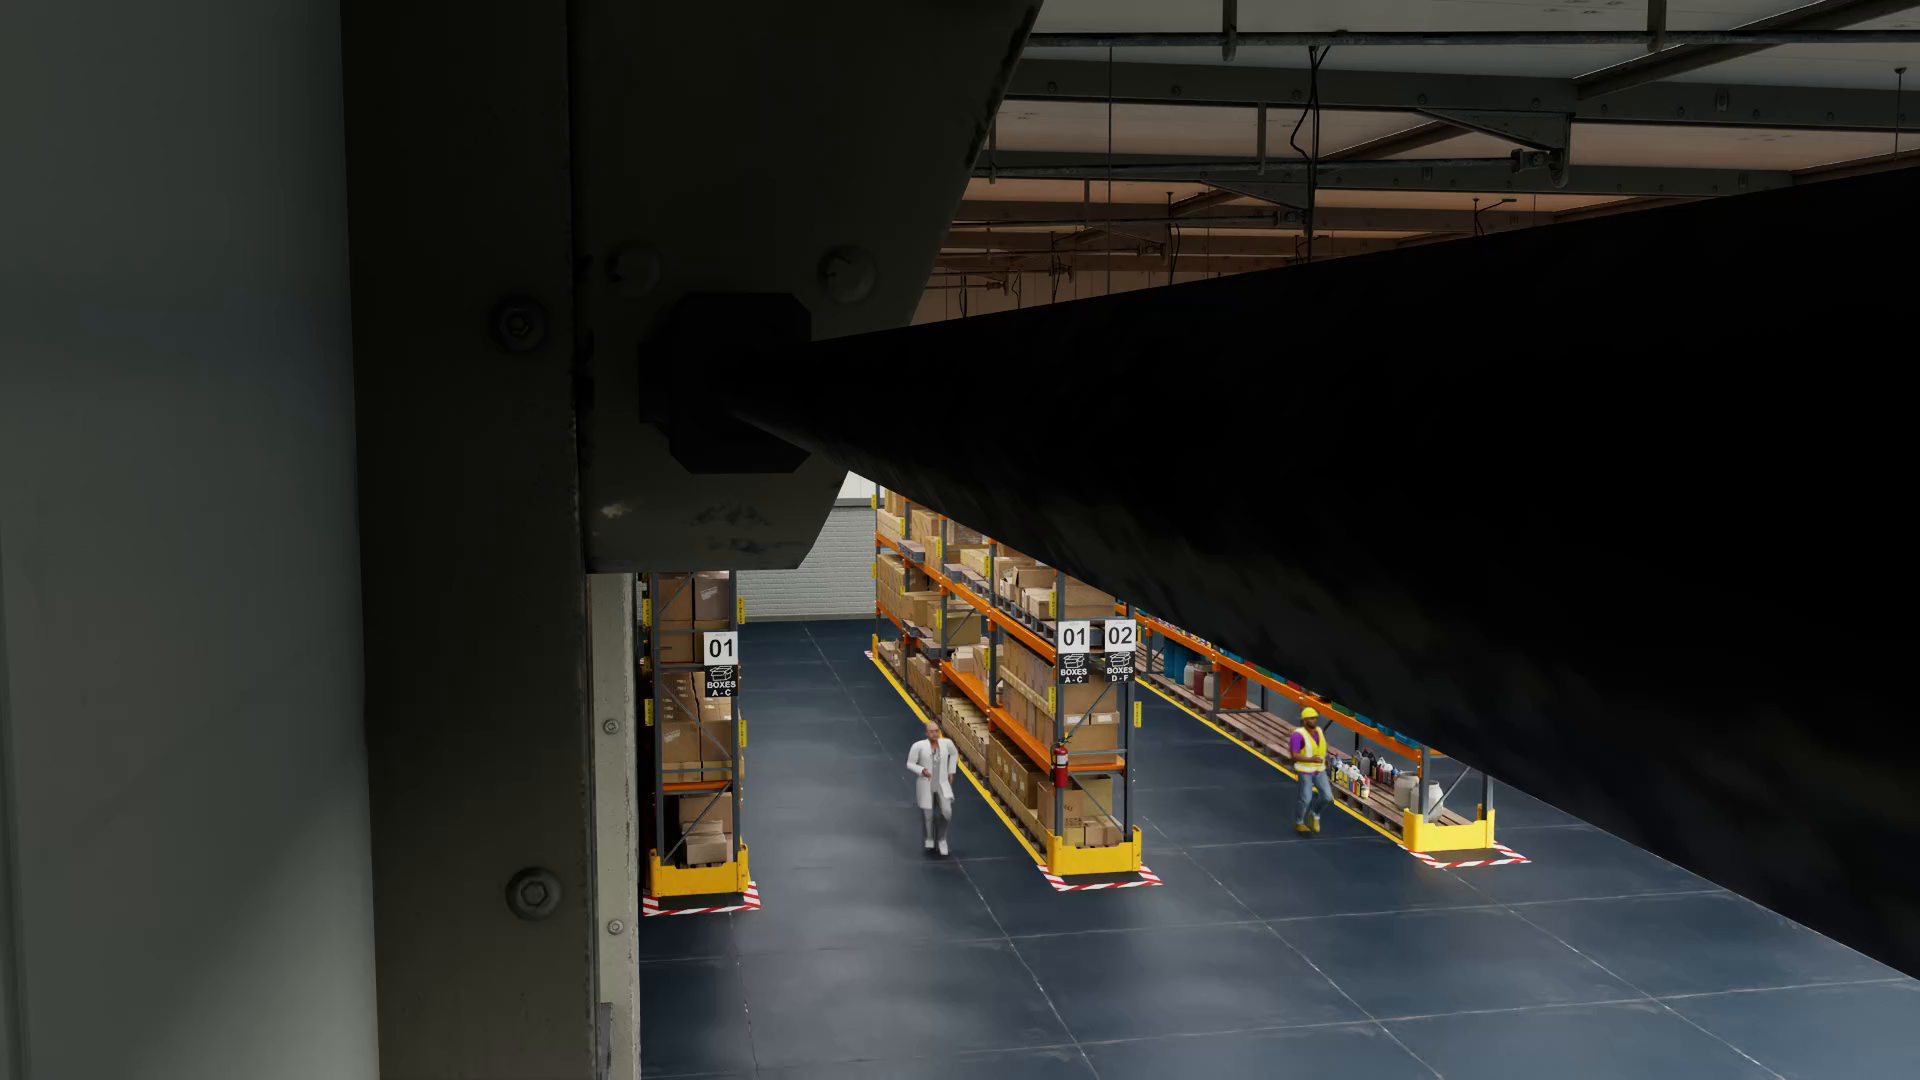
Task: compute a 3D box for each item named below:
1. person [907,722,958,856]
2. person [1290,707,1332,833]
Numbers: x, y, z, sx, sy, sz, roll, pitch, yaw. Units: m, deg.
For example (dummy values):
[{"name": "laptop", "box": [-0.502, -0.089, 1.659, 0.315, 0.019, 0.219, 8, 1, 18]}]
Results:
[{"name": "person", "box": [-0.344, 3.237, 21.719, 0.723, 1.763, 0.826, -1, 6, -11]}, {"name": "person", "box": [4.784, 3.138, 22.561, 0.677, 1.741, 0.664, -3, 6, -23]}]
